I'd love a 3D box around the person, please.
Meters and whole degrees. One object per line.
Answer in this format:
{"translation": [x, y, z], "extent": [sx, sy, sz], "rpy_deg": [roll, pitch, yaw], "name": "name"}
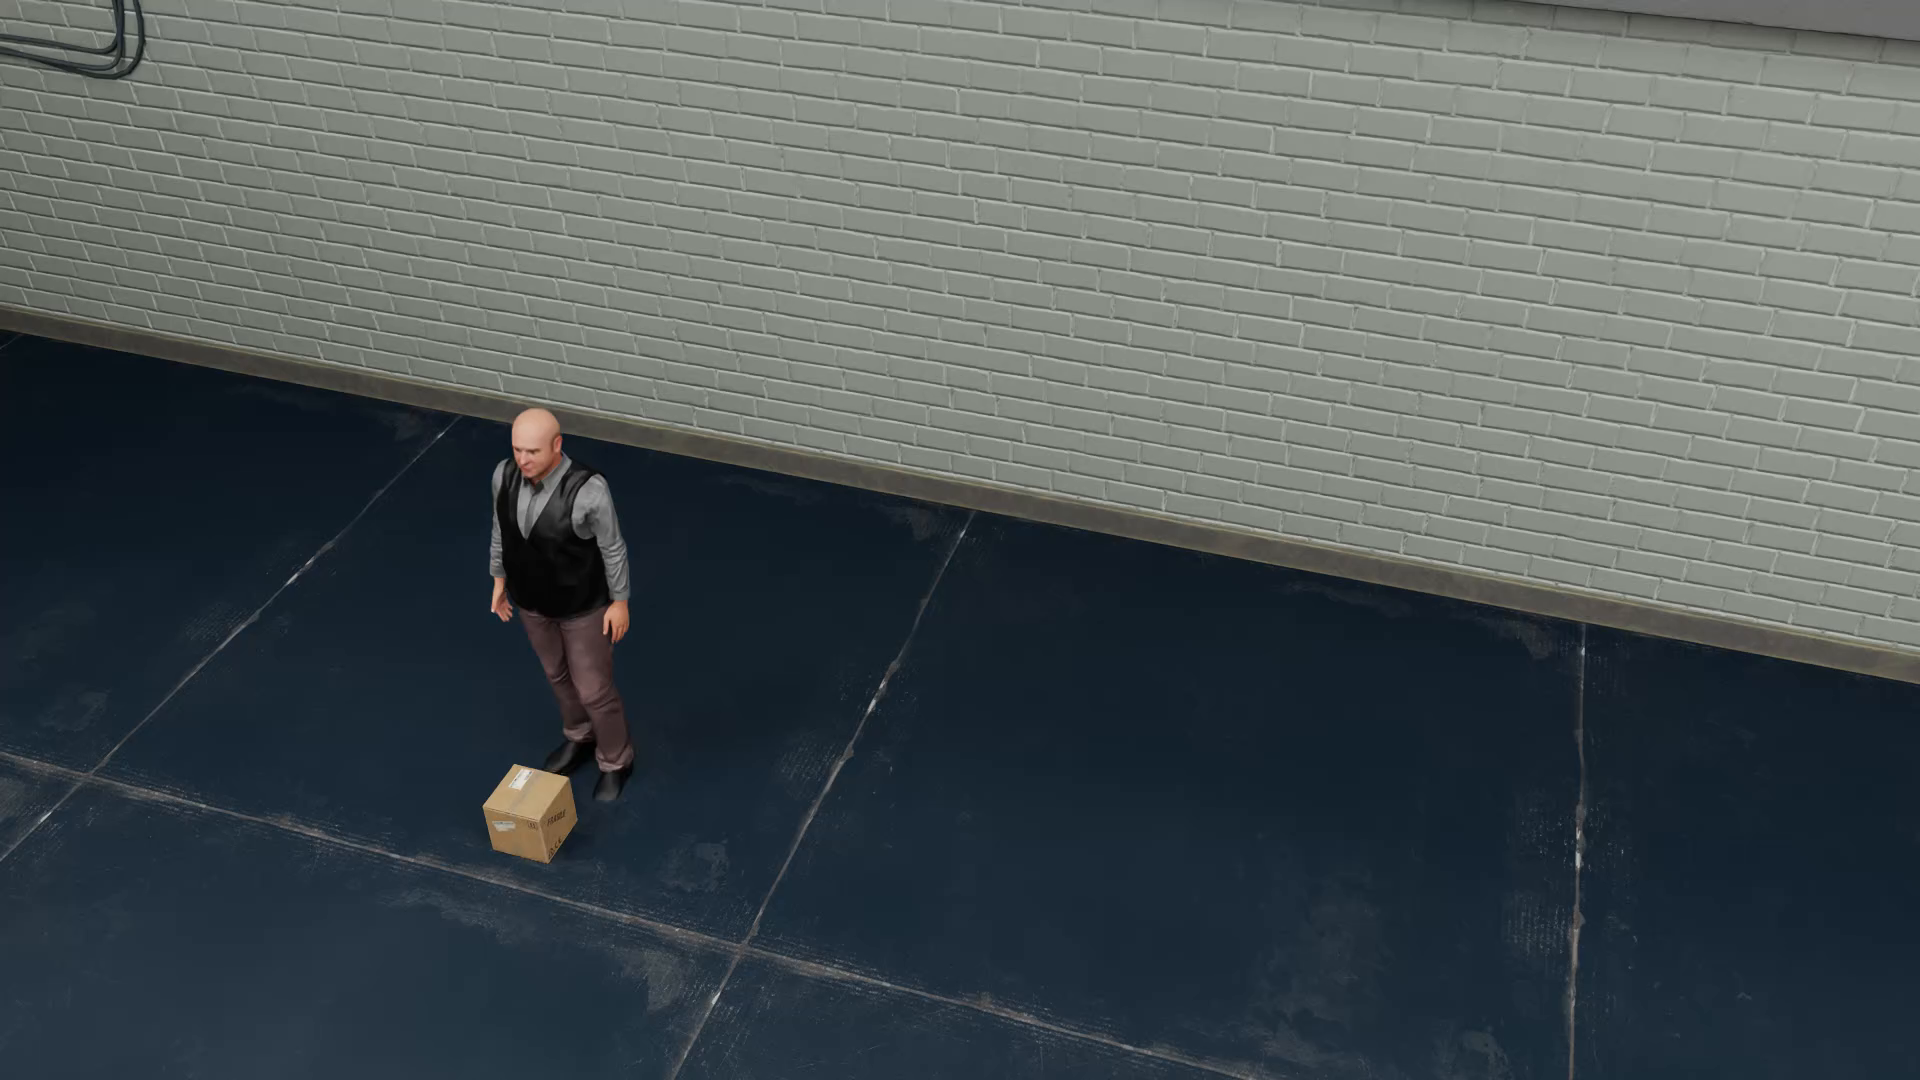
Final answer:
{"translation": [-1.602, 0.271, 6.588], "extent": [0.589, 1.780, 0.440], "rpy_deg": [15, 39, 20], "name": "person"}
